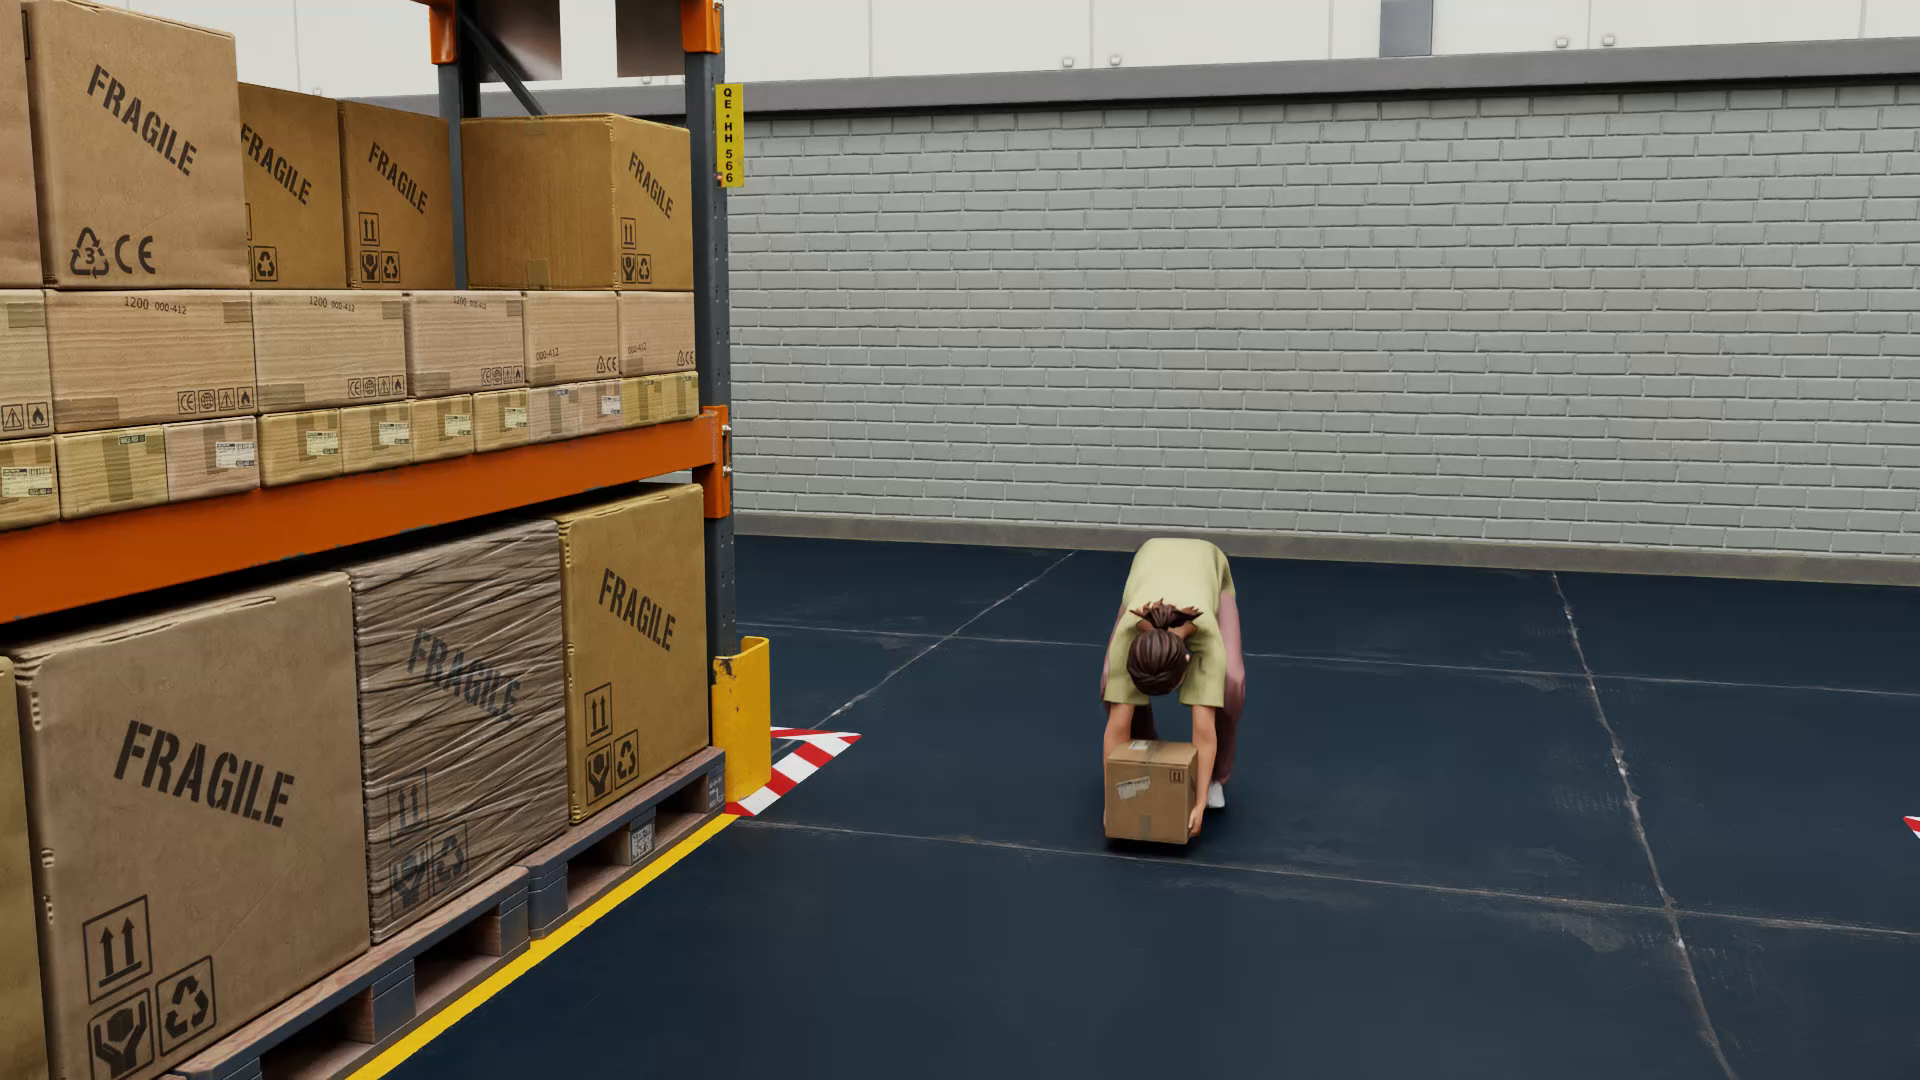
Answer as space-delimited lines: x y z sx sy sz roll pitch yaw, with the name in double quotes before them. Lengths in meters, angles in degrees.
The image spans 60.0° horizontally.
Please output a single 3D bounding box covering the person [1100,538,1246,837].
"person" 0.691 0.465 5.418 0.471 0.877 0.847 2 9 13
